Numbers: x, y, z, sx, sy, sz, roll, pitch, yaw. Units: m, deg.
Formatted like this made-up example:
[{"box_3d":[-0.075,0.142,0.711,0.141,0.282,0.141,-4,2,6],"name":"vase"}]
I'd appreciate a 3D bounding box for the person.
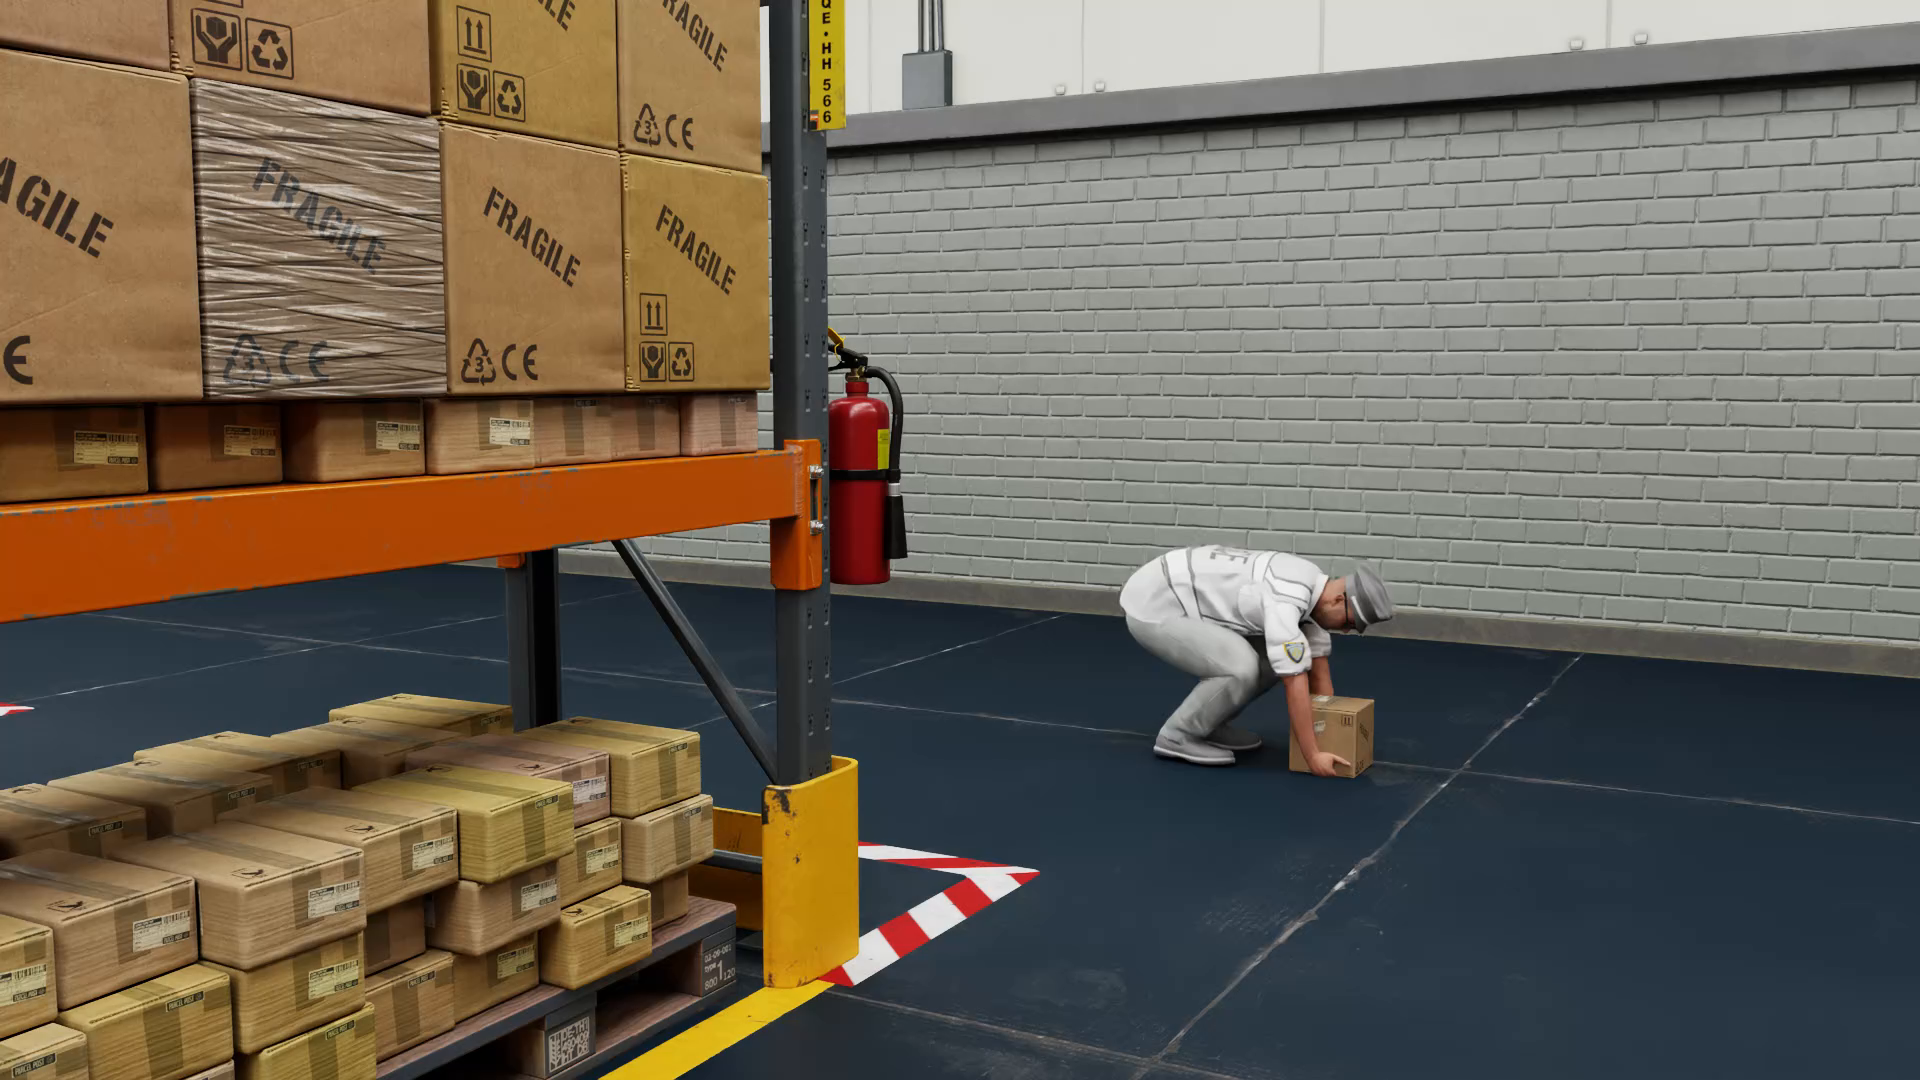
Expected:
[{"box_3d":[1.133,0.449,6.391,1.031,0.840,0.533,3,7,27],"name":"person"}]
